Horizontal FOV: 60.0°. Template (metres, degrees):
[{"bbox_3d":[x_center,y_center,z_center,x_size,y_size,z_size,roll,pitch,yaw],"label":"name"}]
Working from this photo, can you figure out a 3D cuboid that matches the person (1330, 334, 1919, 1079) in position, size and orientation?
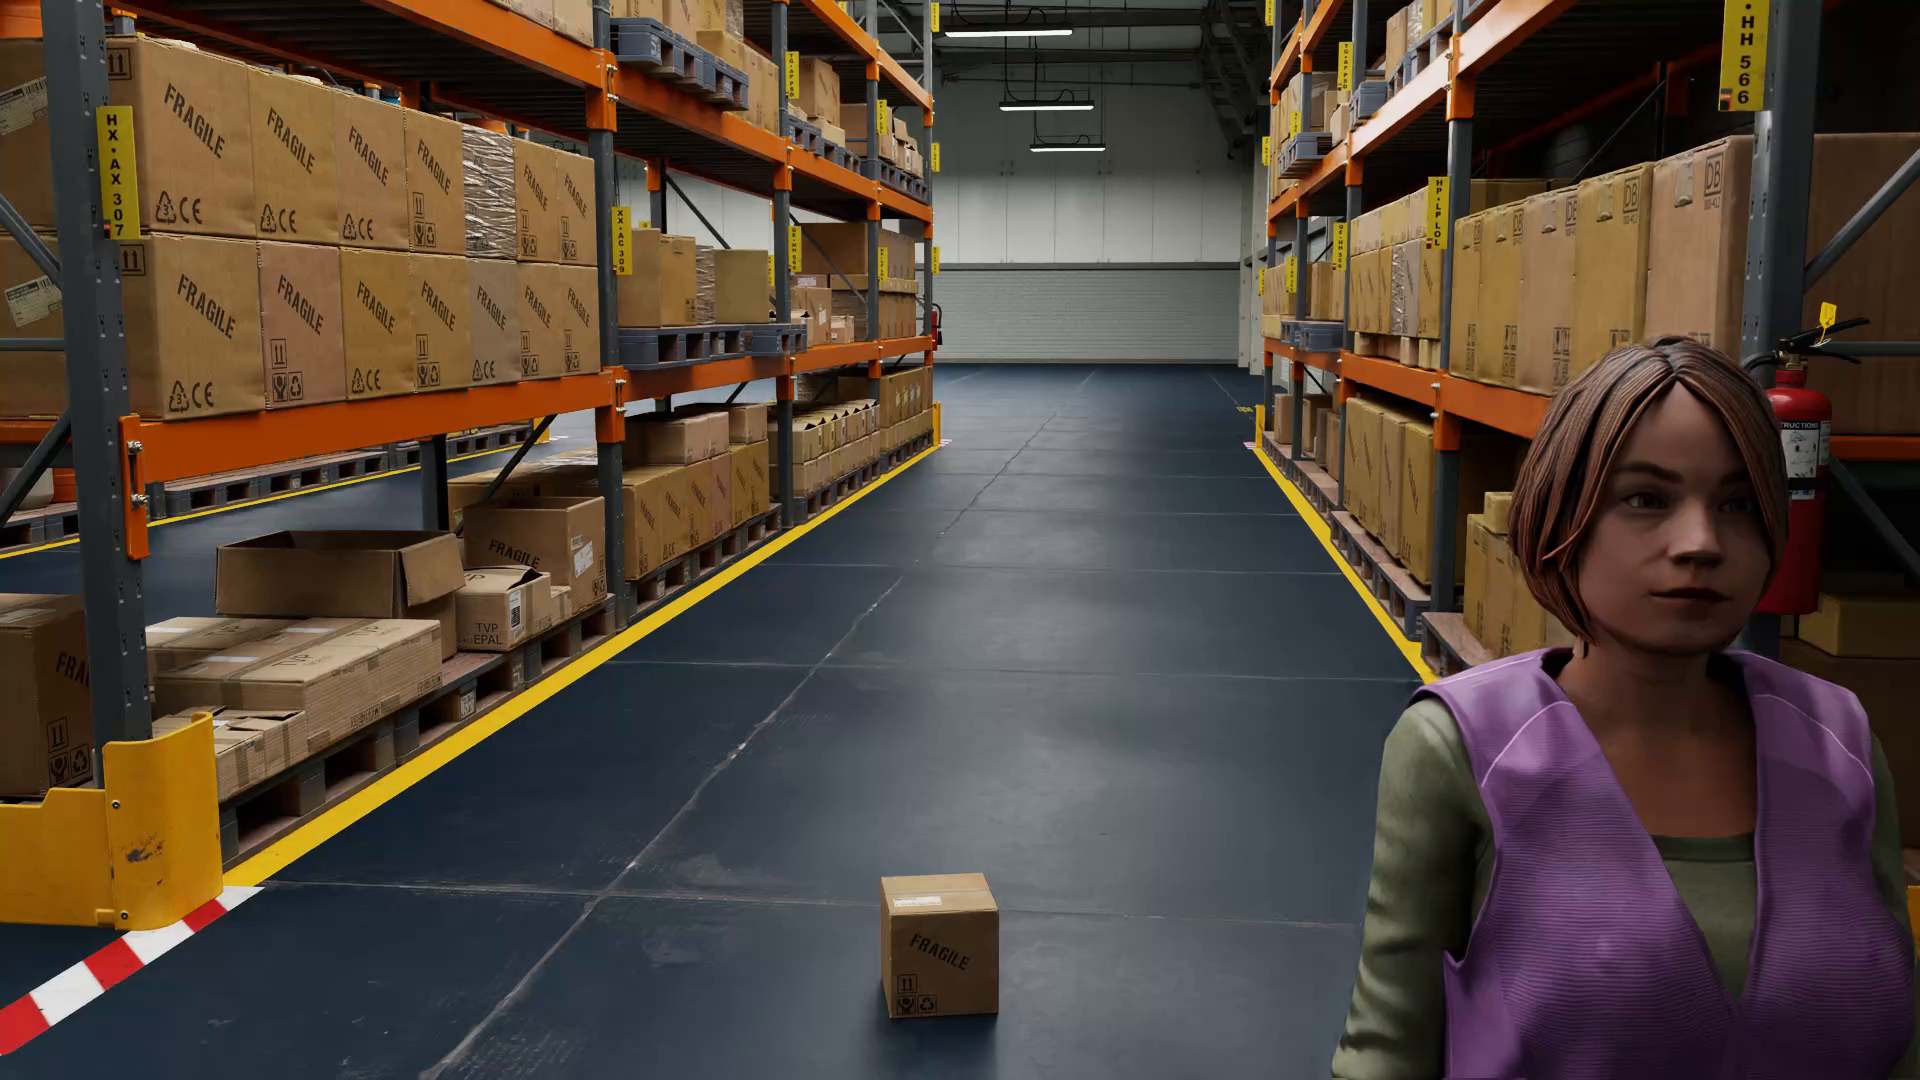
[{"bbox_3d":[0.507,0.629,1.189,0.417,1.538,0.934,-1,8,-5],"label":"person"}]
